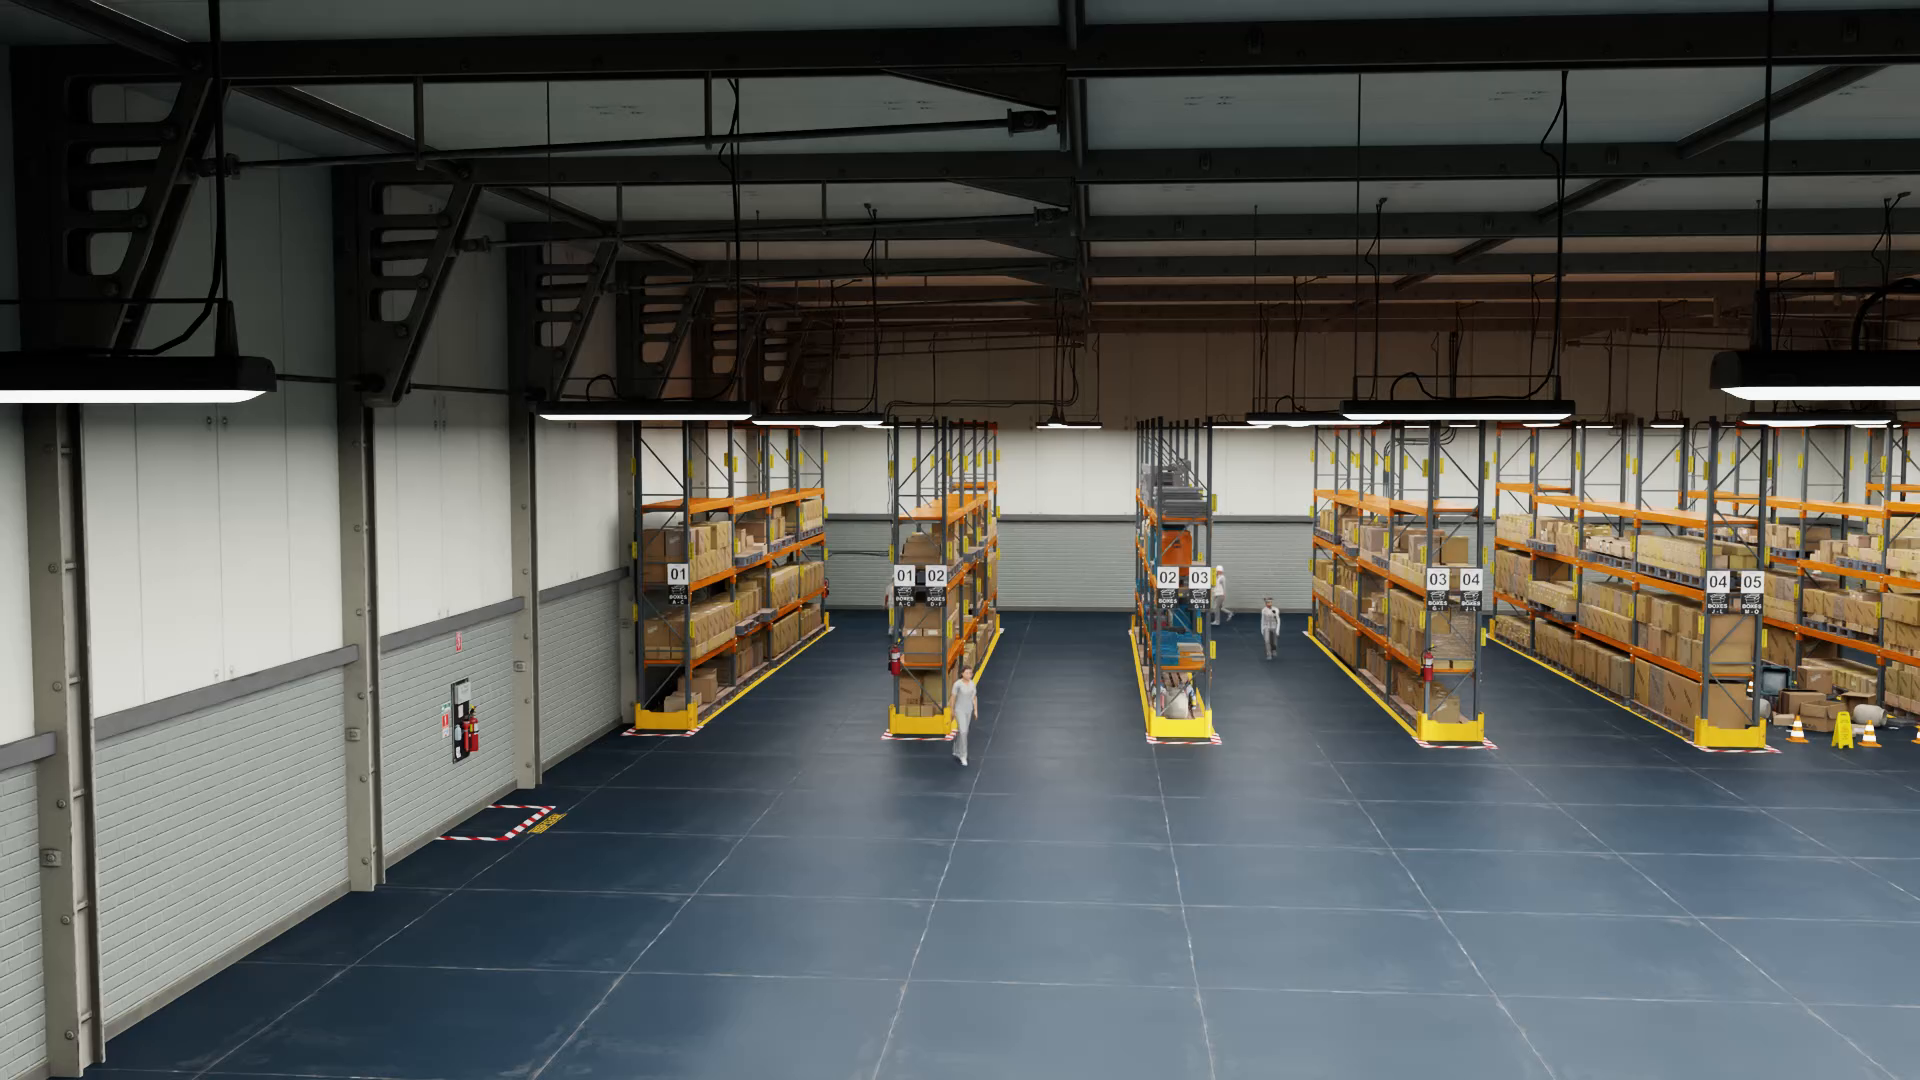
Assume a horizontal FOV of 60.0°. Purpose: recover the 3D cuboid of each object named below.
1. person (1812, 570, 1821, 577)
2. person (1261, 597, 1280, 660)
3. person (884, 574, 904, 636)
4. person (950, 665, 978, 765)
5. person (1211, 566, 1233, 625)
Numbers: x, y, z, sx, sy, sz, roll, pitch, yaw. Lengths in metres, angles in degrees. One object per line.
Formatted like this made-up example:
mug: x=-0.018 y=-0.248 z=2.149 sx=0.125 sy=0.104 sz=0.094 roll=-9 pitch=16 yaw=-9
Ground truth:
person: x=24.457 y=1.734 z=47.420 sx=0.815 sy=1.771 sz=0.546 roll=0 pitch=4 yaw=2
person: x=7.817 y=2.206 z=41.854 sx=0.475 sy=1.542 sz=0.961 roll=1 pitch=4 yaw=12
person: x=-1.821 y=1.808 z=46.664 sx=0.650 sy=1.707 sz=1.085 roll=0 pitch=4 yaw=5
person: x=0.063 y=3.027 z=28.917 sx=0.474 sy=1.720 sz=0.696 roll=-3 pitch=5 yaw=-38
person: x=7.727 y=1.625 z=49.247 sx=0.759 sy=1.746 sz=0.540 roll=-1 pitch=4 yaw=-14
